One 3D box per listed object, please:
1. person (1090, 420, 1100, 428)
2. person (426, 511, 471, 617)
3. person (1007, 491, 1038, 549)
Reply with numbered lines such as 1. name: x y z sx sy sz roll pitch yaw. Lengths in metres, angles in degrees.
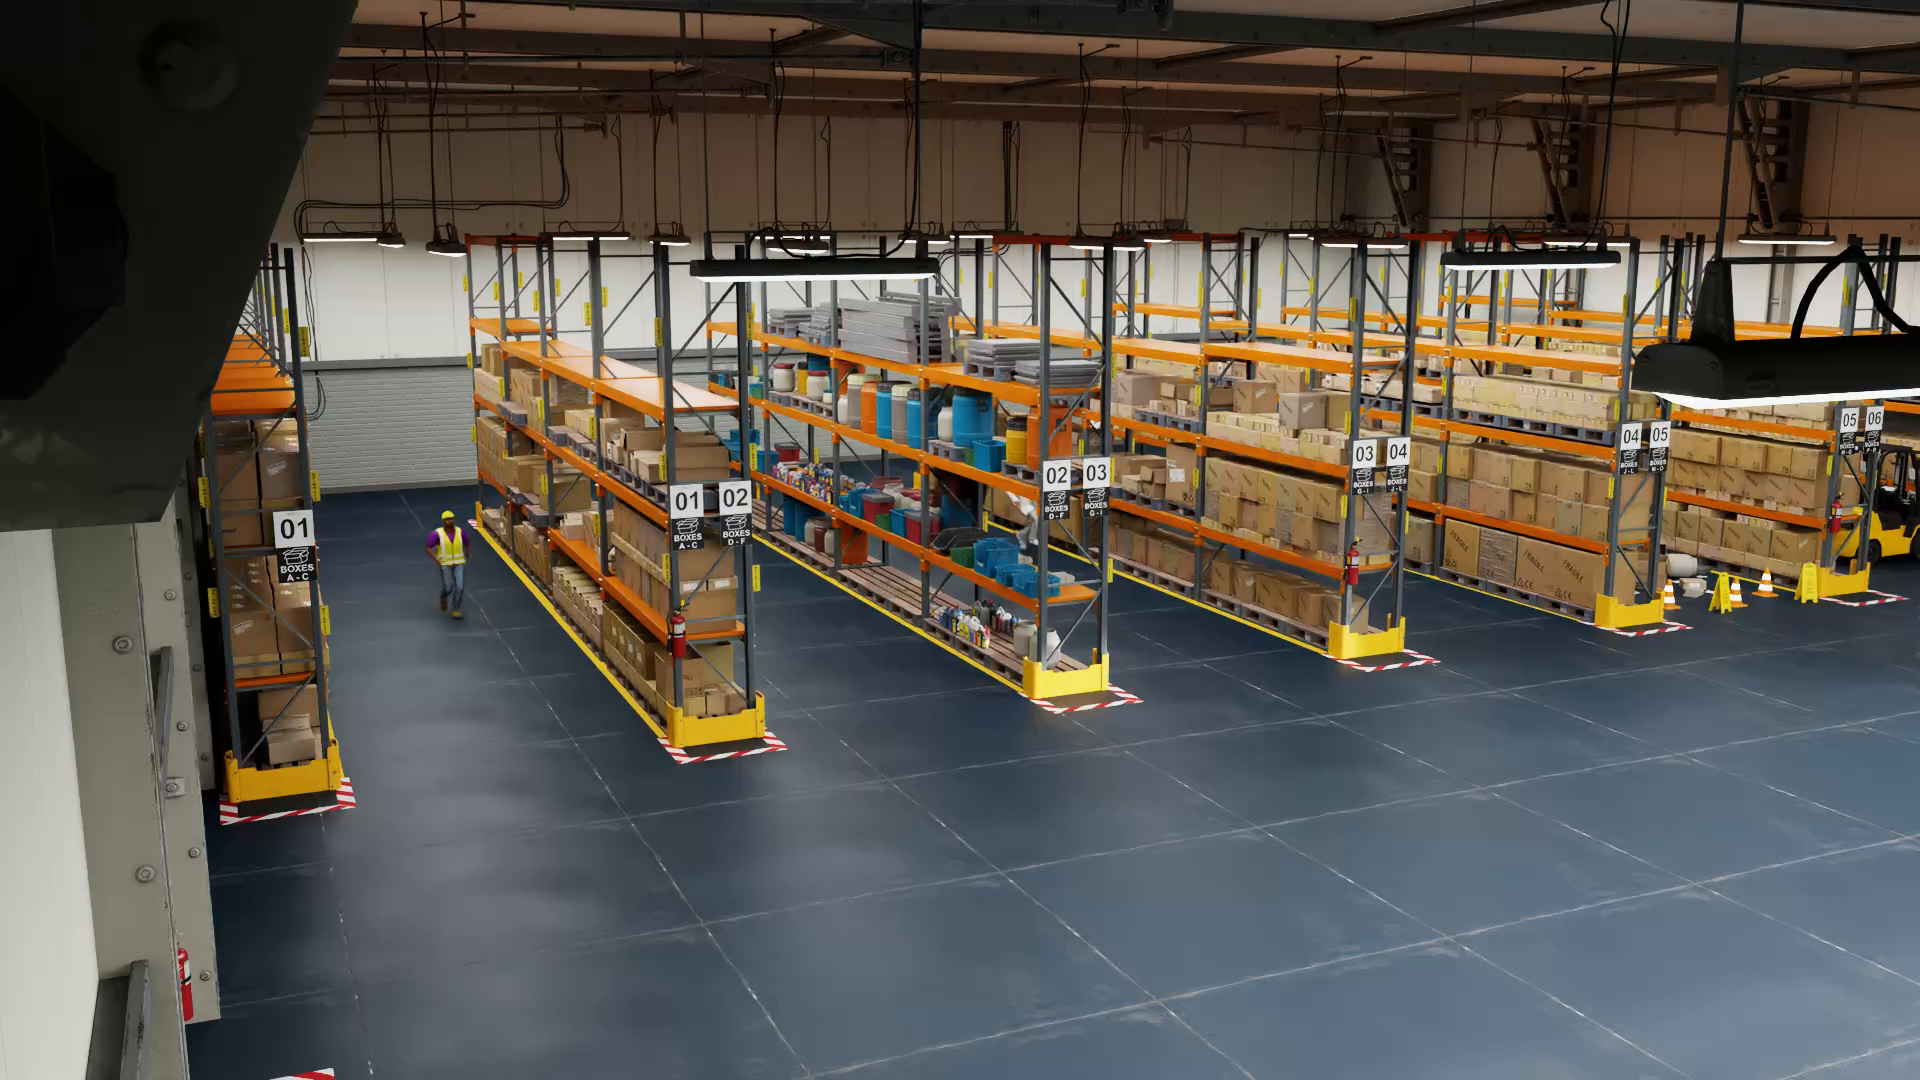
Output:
1. person: 3.339 -2.439 41.265 0.524 1.723 0.713 -10 15 -41
2. person: -8.148 0.384 26.633 0.698 1.718 0.606 -7 13 -32
3. person: 1.287 -0.601 31.382 0.716 1.699 1.016 -6 13 -30
